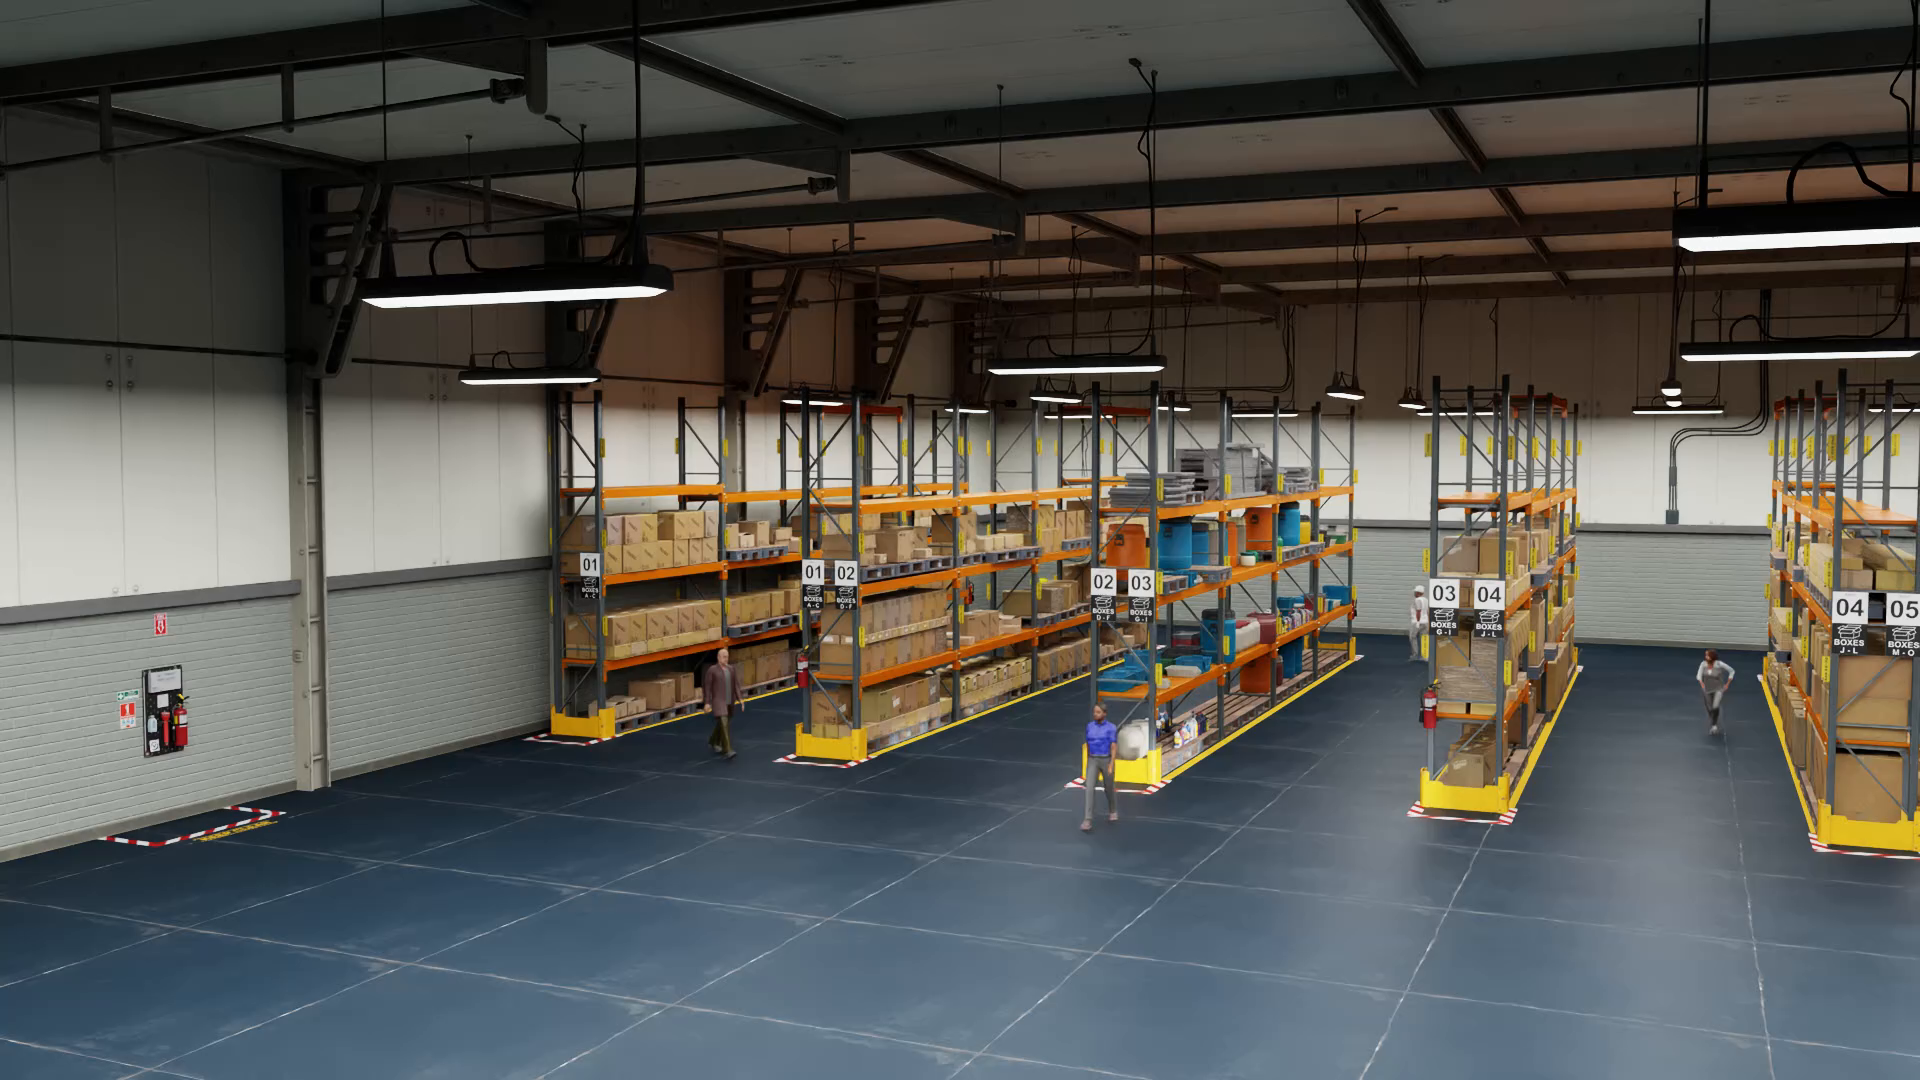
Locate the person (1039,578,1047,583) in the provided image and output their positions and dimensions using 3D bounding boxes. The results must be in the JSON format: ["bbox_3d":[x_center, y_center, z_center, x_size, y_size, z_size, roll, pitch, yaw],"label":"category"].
[{"bbox_3d":[2.033,1.829,41.529,0.489,1.769,0.609,-1,3,-24],"label":"person"}]

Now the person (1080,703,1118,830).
[{"bbox_3d":[1.855,2.970,21.959,0.474,1.587,0.937,1,3,22],"label":"person"}]

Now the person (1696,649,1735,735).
[{"bbox_3d":[13.123,2.638,28.890,0.594,1.499,0.776,2,4,33],"label":"person"}]

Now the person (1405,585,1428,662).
[{"bbox_3d":[10.763,1.974,38.981,0.580,1.822,0.614,3,4,44],"label":"person"}]

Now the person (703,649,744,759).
[{"bbox_3d":[-3.830,2.648,27.003,1.014,1.756,0.578,3,4,39],"label":"person"}]
